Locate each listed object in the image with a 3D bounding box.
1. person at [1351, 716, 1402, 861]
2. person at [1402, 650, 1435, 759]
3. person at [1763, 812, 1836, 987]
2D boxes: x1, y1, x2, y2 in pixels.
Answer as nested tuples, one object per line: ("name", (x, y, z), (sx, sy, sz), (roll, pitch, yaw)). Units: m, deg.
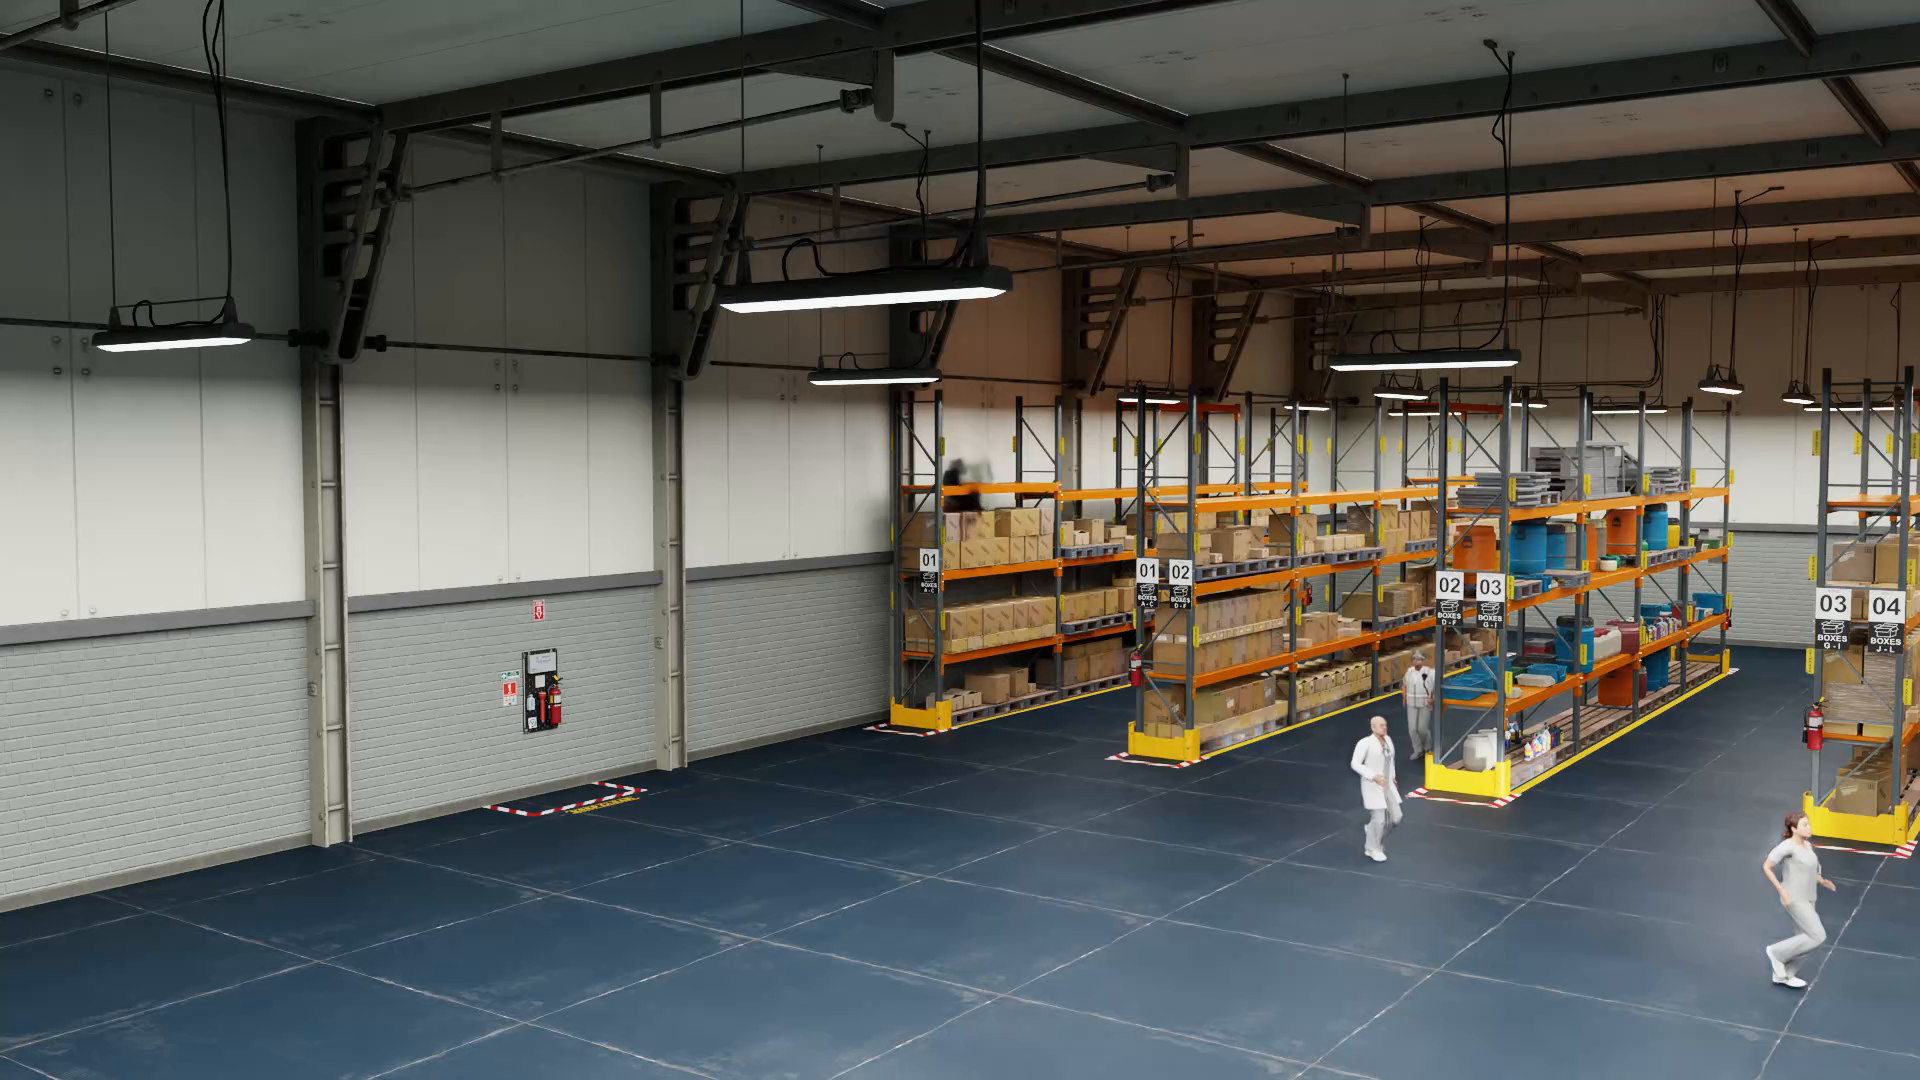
("person", (5.055, 2.998, 20.101), (0.716, 1.743, 0.615), (-2, 4, -28))
("person", (7.396, 2.635, 26.711), (0.661, 1.755, 0.564), (2, 4, 38))
("person", (7.753, 3.324, 15.290), (0.552, 1.611, 0.546), (-2, 4, -36))
